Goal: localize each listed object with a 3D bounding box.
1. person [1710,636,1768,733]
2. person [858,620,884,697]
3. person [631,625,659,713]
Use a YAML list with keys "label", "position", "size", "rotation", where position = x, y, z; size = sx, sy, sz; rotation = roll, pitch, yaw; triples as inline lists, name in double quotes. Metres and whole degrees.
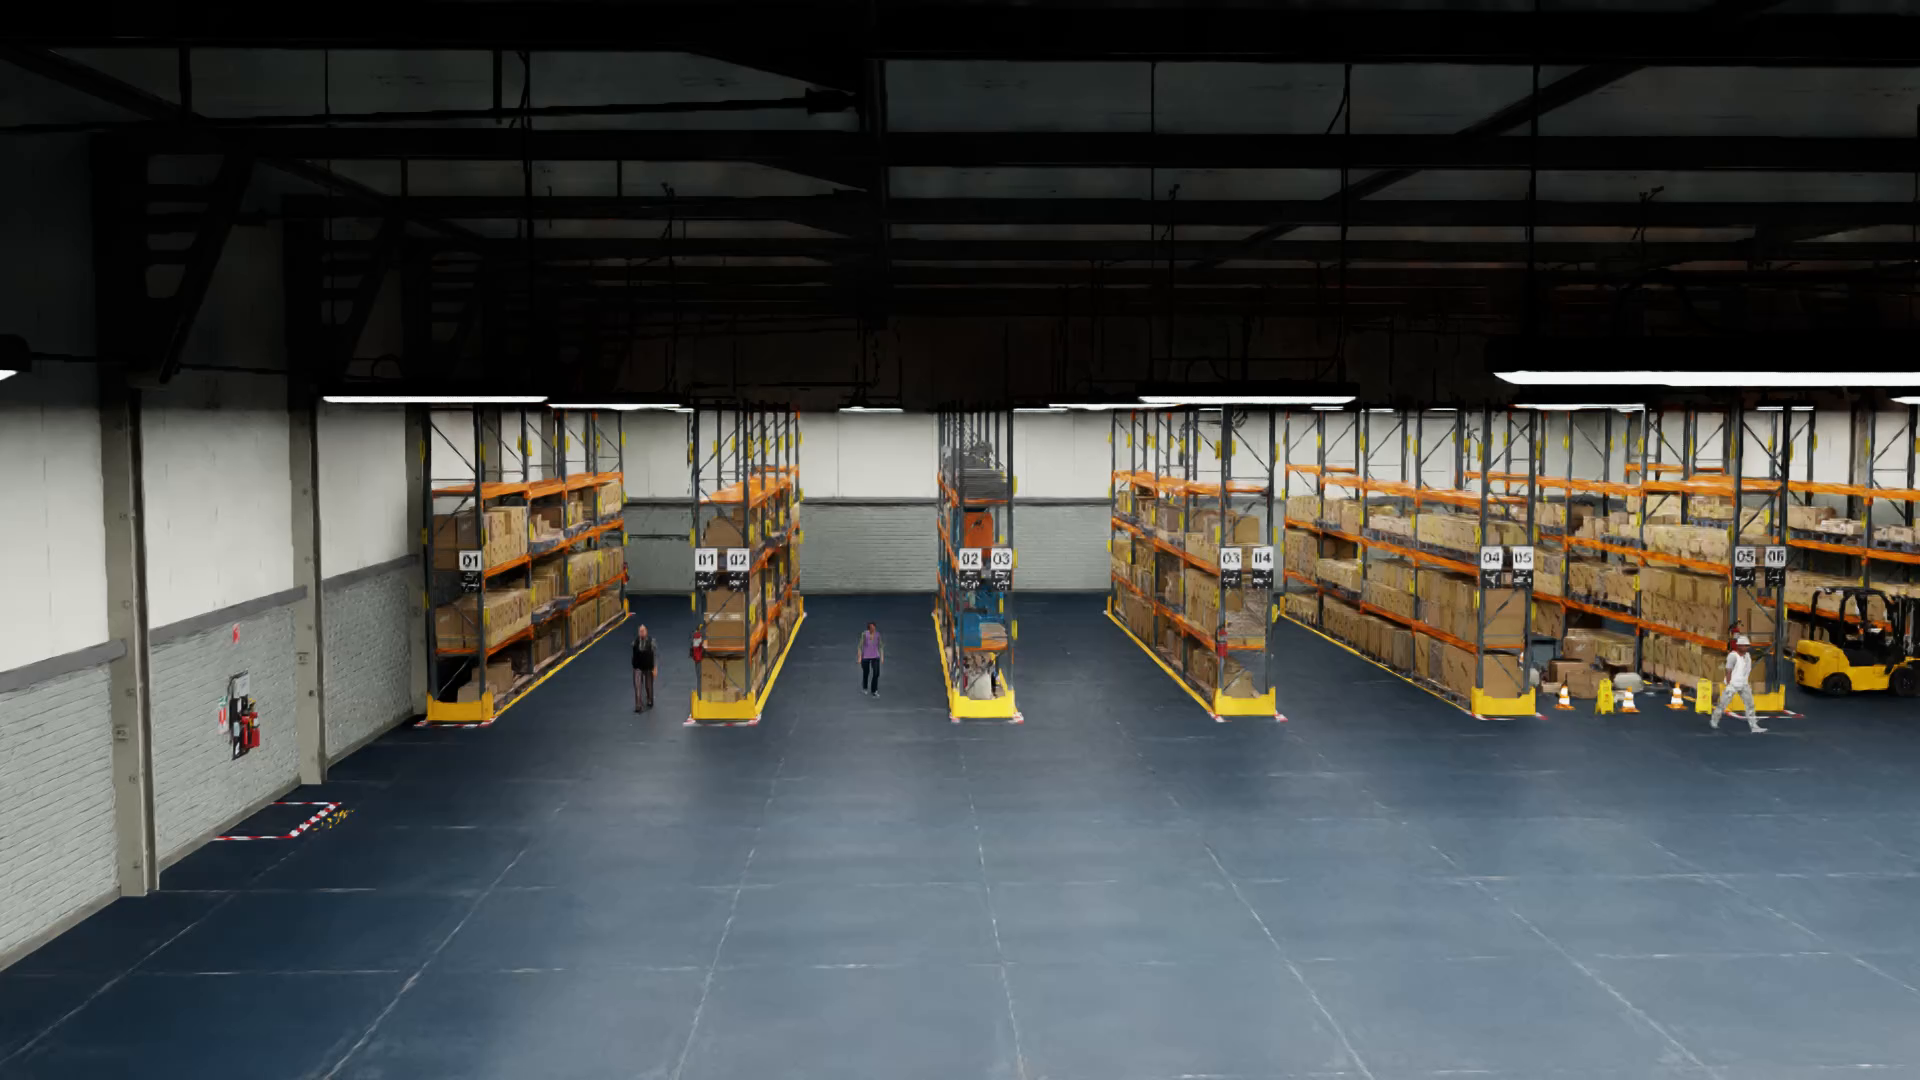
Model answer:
- label: "person"
  position: [14.001, 2.581, 29.921]
  size: [0.610, 1.721, 0.941]
  rotation: [-2, 5, -24]
- label: "person"
  position: [-1.825, 2.396, 33.827]
  size: [0.544, 1.528, 0.615]
  rotation: [-1, 4, -11]
- label: "person"
  position: [-6.059, 2.461, 31.987]
  size: [0.555, 1.673, 1.029]
  rotation: [0, 4, -3]
